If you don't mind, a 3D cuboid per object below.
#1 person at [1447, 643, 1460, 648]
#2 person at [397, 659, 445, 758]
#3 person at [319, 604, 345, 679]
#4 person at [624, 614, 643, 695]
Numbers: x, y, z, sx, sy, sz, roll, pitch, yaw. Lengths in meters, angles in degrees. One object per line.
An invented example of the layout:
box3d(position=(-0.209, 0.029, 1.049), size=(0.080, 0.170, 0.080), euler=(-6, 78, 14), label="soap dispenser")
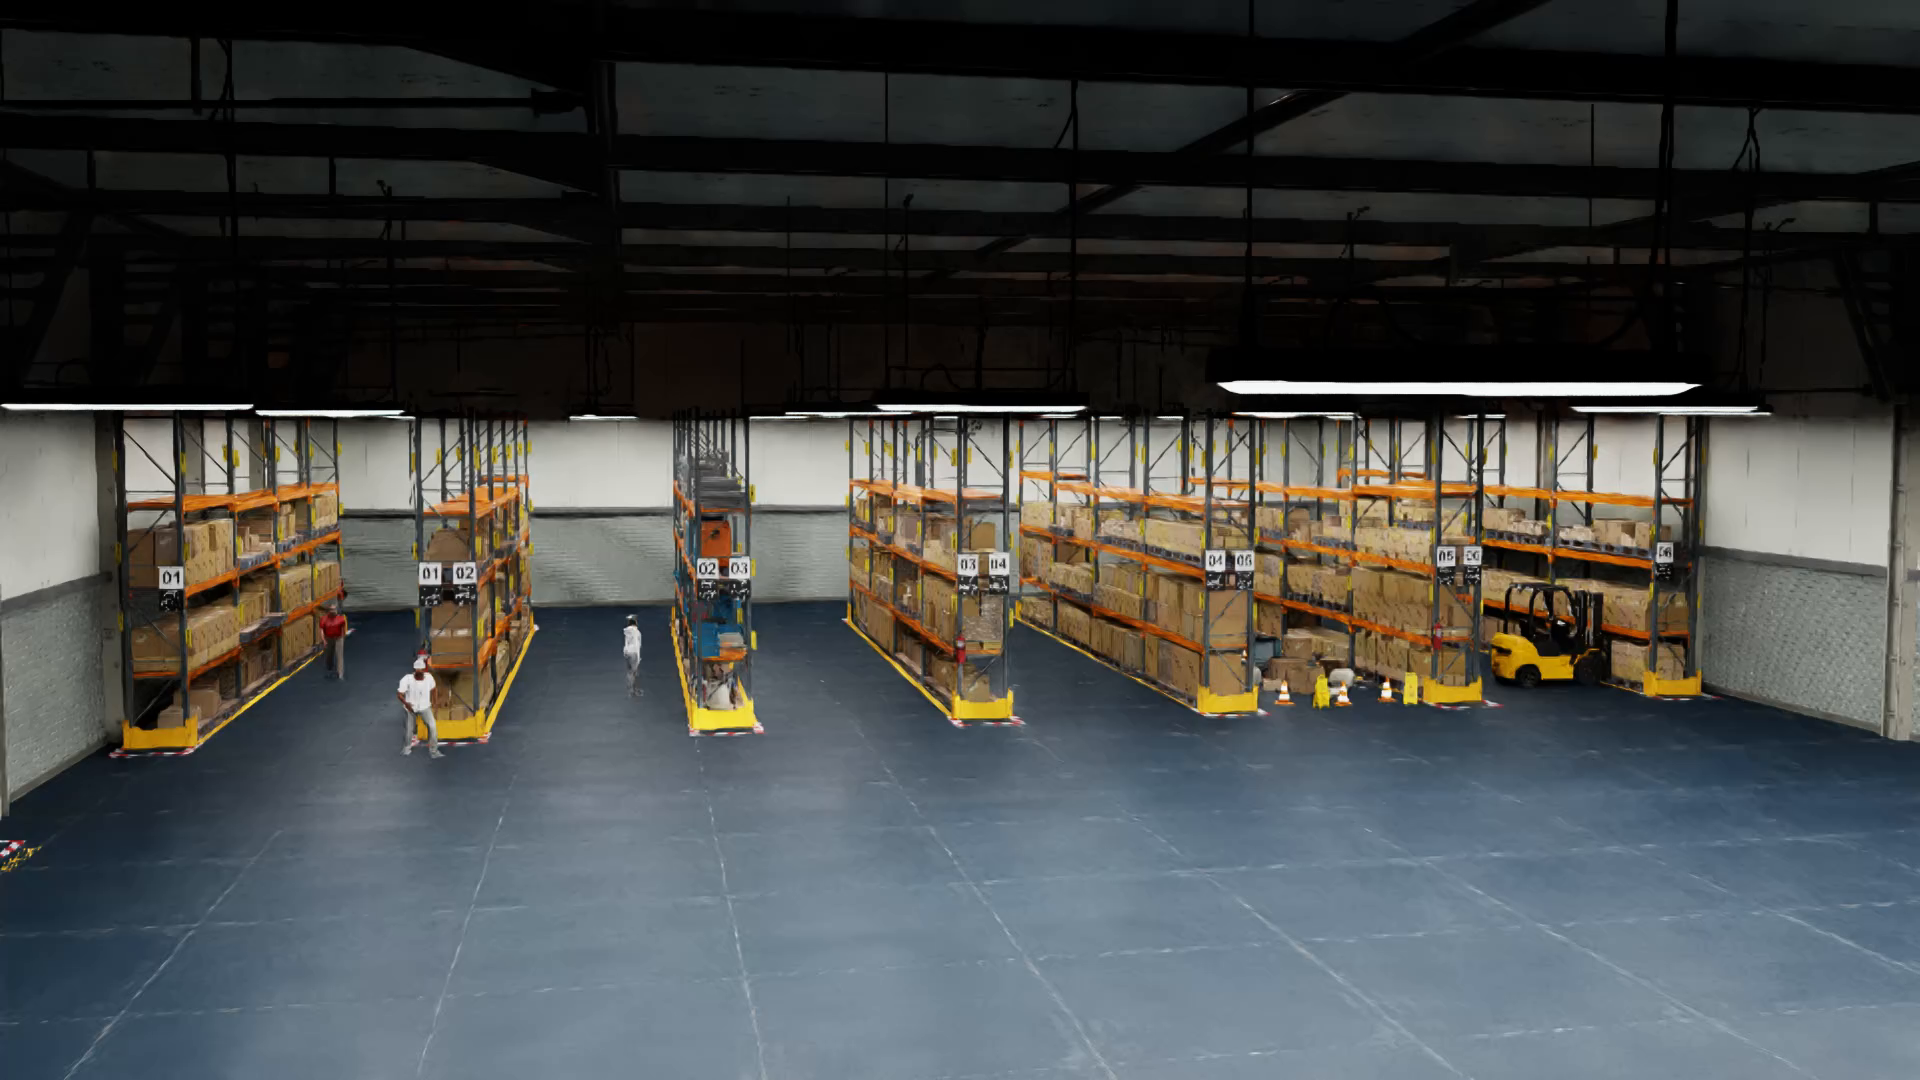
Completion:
box3d(position=(11.124, 2.214, 37.687), size=(0.471, 1.652, 0.523), euler=(1, 4, 20), label="person")
box3d(position=(-9.221, 2.855, 28.312), size=(0.710, 1.703, 0.836), euler=(-2, 5, -27), label="person")
box3d(position=(-13.978, 2.244, 37.041), size=(0.535, 1.659, 1.036), euler=(-1, 4, -20), label="person")
box3d(position=(-6.828, 2.395, 34.877), size=(0.416, 1.677, 0.537), euler=(-3, 5, -40), label="person")
